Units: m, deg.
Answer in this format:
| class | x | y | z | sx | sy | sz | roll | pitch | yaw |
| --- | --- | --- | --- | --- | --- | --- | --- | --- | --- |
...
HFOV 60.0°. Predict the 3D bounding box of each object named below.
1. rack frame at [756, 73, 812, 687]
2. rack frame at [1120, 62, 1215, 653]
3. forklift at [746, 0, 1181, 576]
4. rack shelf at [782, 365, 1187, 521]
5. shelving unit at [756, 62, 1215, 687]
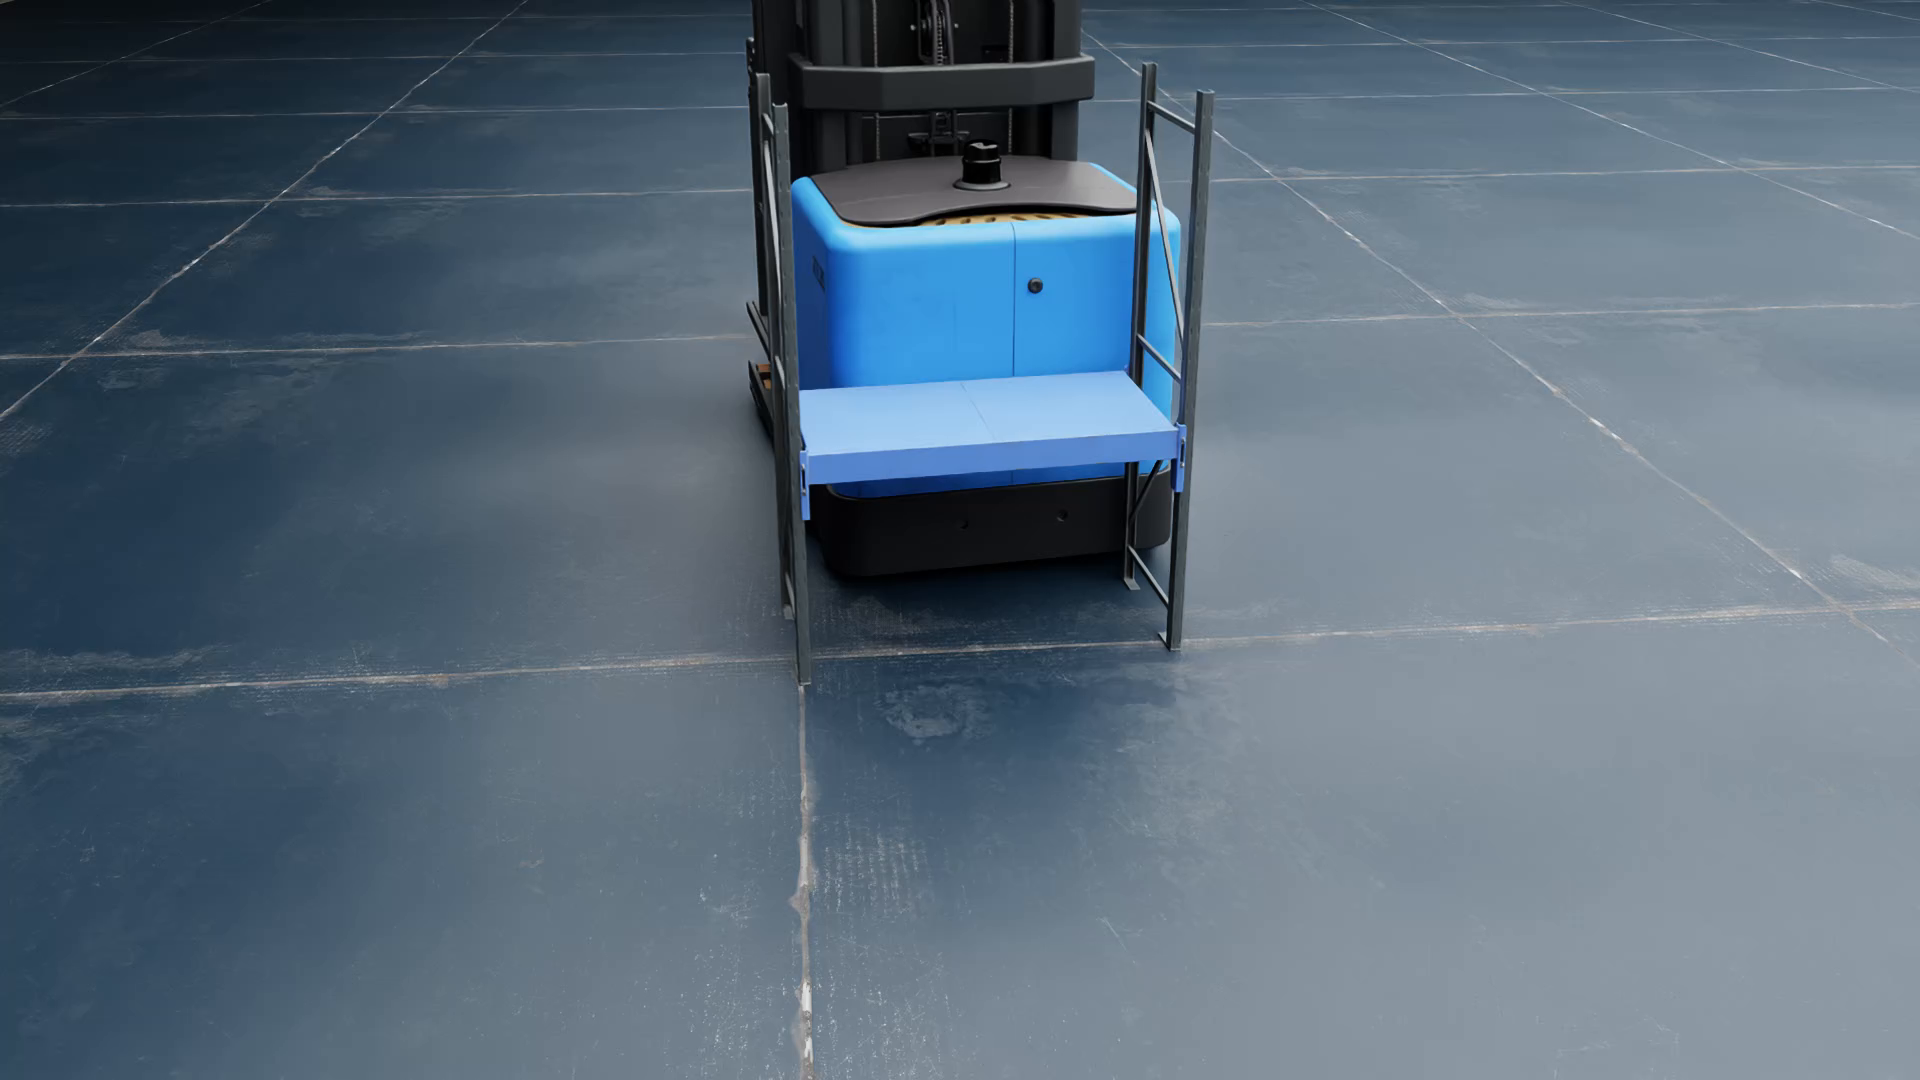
| class | x | y | z | sx | sy | sz | roll | pitch | yaw |
| --- | --- | --- | --- | --- | --- | --- | --- | --- | --- |
| rack frame | -0.454 | -0.398 | 4.300 | 0.032 | 1.500 | 0.500 | -5 | 24 | -10 |
| rack frame | 0.544 | -0.477 | 4.477 | 0.032 | 1.500 | 0.500 | -5 | 24 | -10 |
| forklift | -0.193 | -1.806 | 5.705 | 1.130 | 2.935 | 3.031 | -5 | 25 | -12 |
| rack shelf | 0.045 | -0.274 | 4.462 | 1.000 | 0.185 | 0.538 | -5 | 24 | -10 |
| shelving unit | 0.045 | -0.438 | 4.389 | 1.048 | 1.500 | 0.538 | -5 | 24 | -10 |
